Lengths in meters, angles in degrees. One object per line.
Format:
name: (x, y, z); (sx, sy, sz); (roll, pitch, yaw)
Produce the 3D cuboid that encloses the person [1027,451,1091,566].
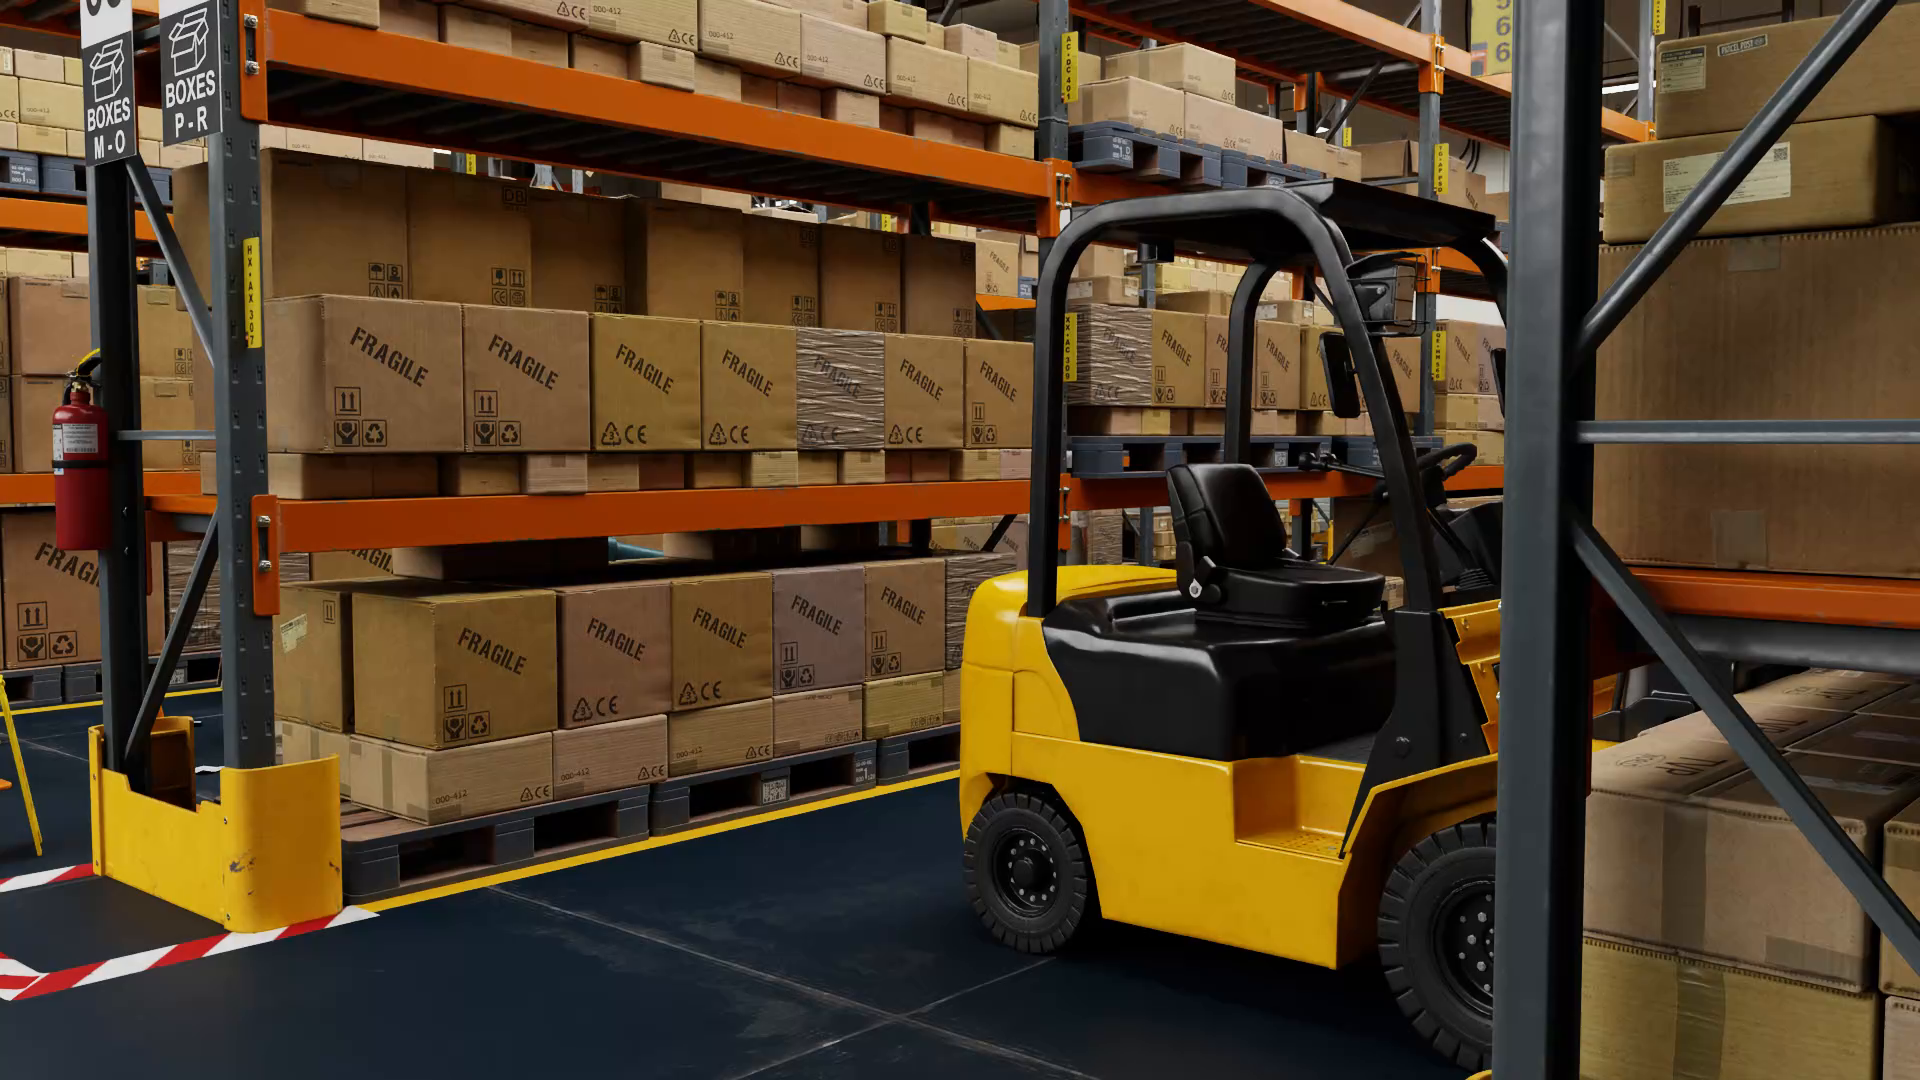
person: (0.676, -0.073, 11.441); (0.532, 1.789, 0.359); (3, 5, 42)
